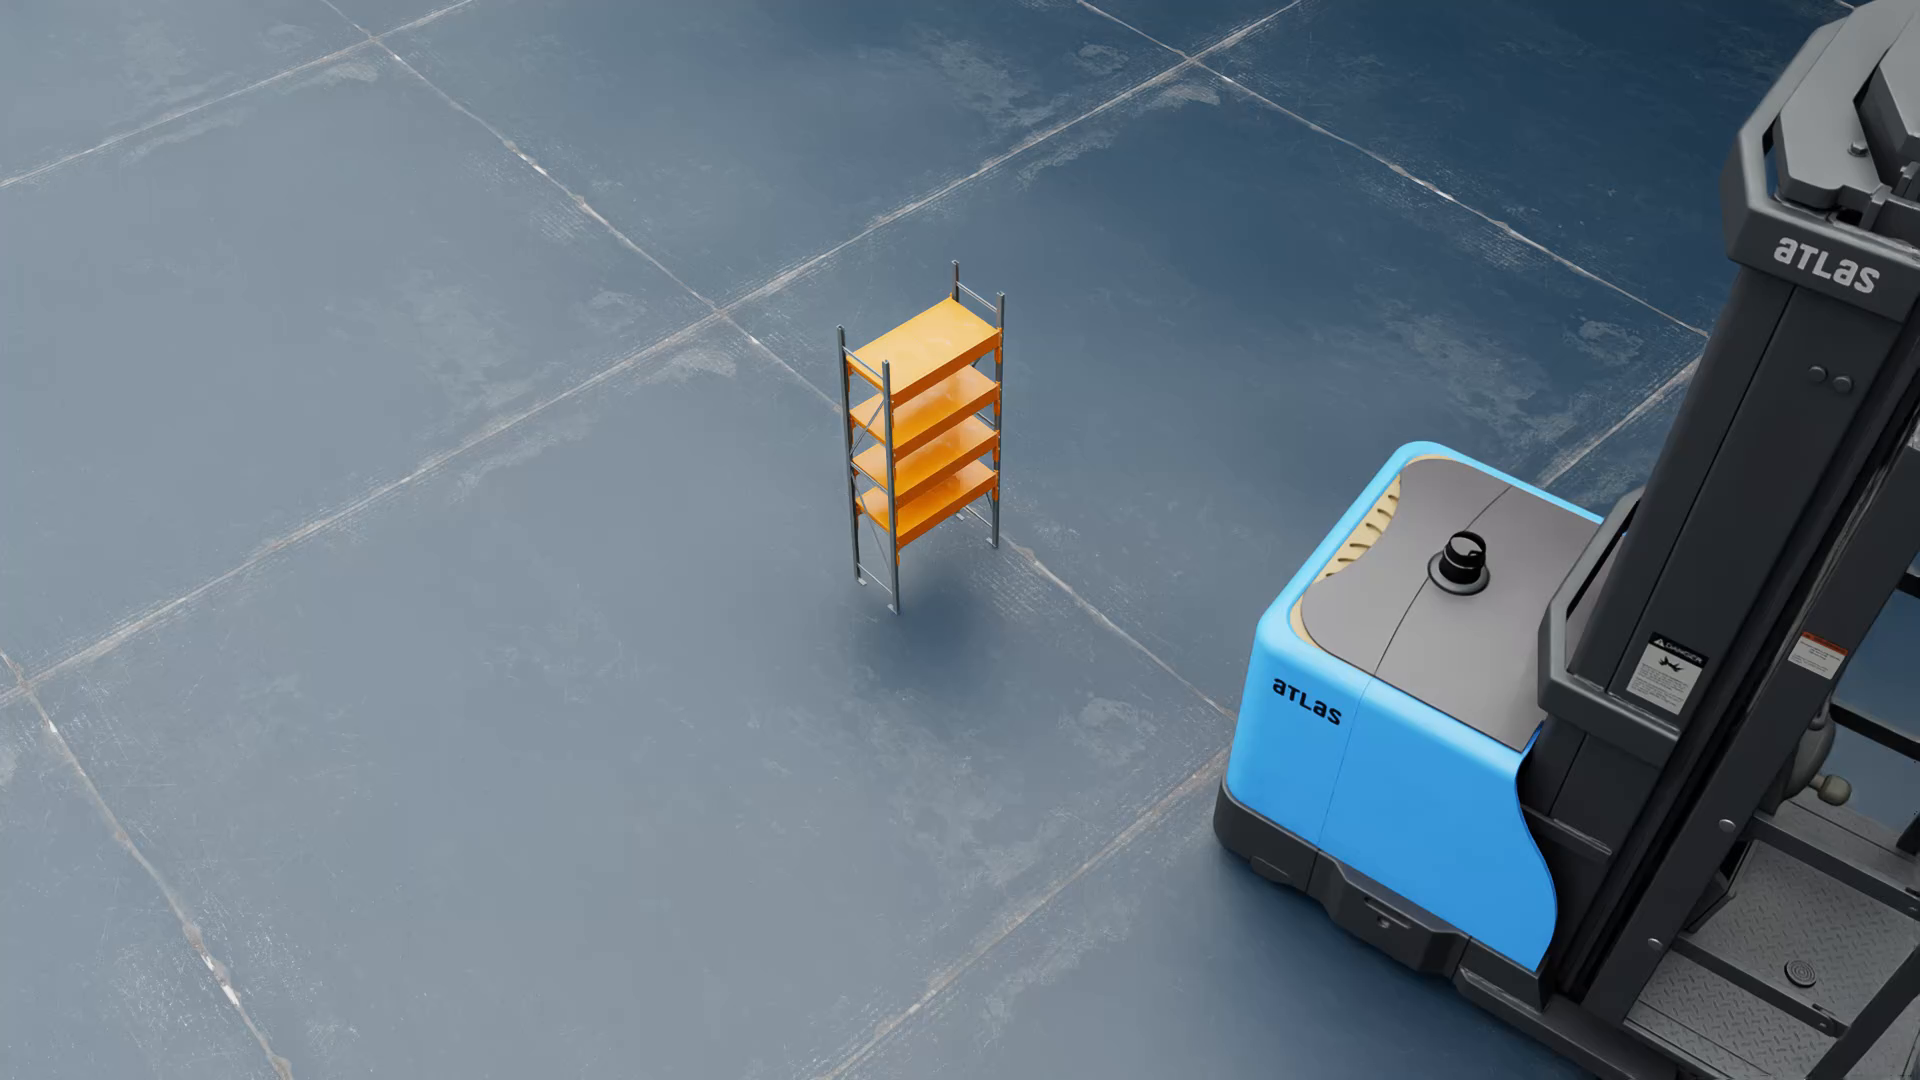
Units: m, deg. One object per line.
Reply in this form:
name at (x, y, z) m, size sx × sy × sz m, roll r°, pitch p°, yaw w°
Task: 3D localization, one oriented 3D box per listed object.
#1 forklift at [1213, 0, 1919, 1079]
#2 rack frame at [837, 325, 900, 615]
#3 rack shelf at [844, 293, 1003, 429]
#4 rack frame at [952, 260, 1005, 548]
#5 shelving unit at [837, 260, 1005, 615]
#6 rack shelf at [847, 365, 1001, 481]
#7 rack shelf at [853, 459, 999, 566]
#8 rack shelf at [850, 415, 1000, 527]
forklift at (2.293, 0.337, 3.945) m, size 3.031 × 2.935 × 1.130 m, roll 29°, pitch 53°, yaw 24°
rack frame at (-0.303, -0.204, 5.622) m, size 0.015 × 1.200 × 0.240 m, roll -34°, pitch 56°, yaw -27°
rack shelf at (-0.122, -0.592, 5.445) m, size 0.480 × 0.148 × 0.258 m, roll -34°, pitch 56°, yaw -27°
rack frame at (0.058, -0.446, 5.845) m, size 0.015 × 1.200 × 0.240 m, roll -34°, pitch 56°, yaw -27°
shelving unit at (-0.122, -0.325, 5.734) m, size 0.503 × 1.200 × 0.258 m, roll -34°, pitch 56°, yaw -27°
rack shelf at (-0.122, -0.431, 5.619) m, size 0.480 × 0.148 × 0.258 m, roll -34°, pitch 56°, yaw -27°
rack shelf at (-0.122, -0.145, 5.929) m, size 0.480 × 0.148 × 0.258 m, roll -34°, pitch 56°, yaw -27°
rack shelf at (-0.122, -0.279, 5.783) m, size 0.480 × 0.148 × 0.258 m, roll -34°, pitch 56°, yaw -27°
